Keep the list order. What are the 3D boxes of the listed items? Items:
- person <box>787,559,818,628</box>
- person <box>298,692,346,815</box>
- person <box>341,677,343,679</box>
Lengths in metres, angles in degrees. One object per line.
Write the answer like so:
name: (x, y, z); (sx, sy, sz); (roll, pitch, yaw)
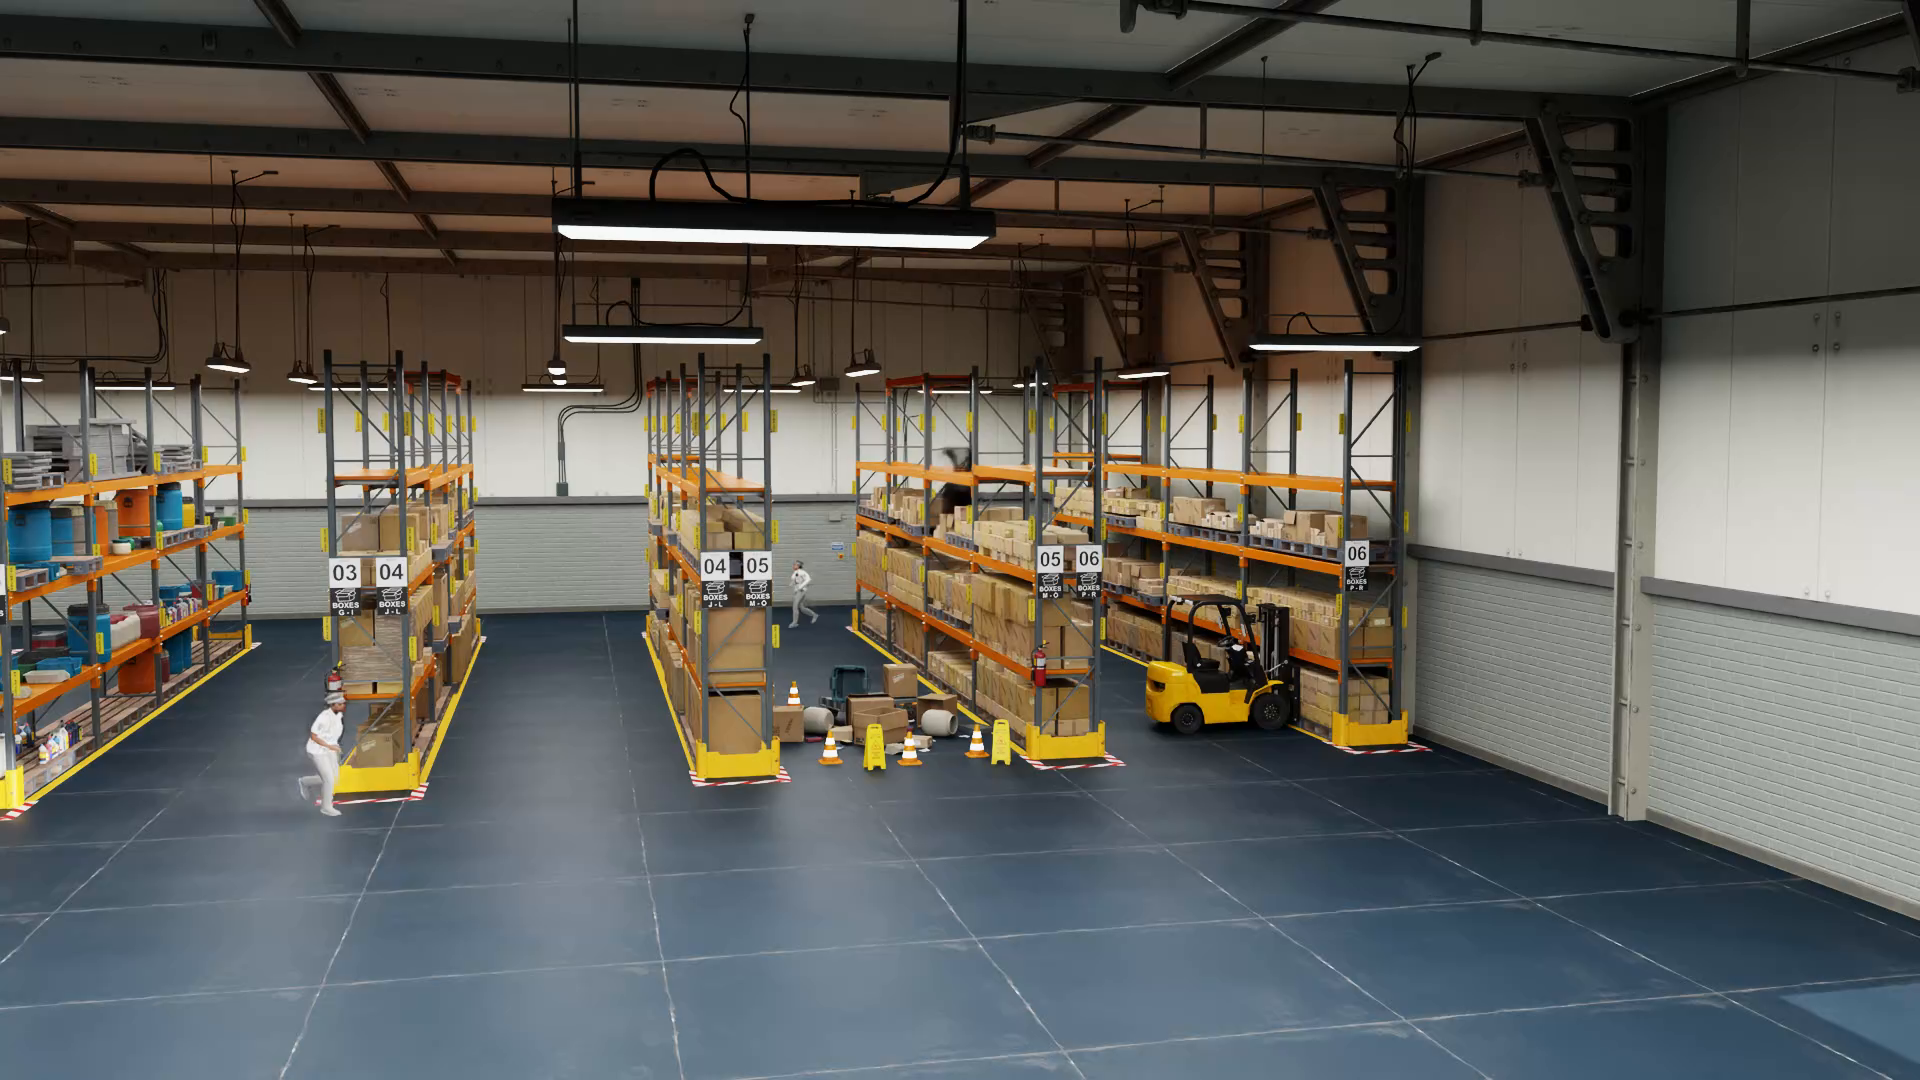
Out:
person: (-3.983, 1.309, 41.328); (0.807, 1.670, 0.644); (-2, 4, -27)
person: (-8.186, 2.739, 21.307); (0.747, 1.620, 0.562); (1, 4, 19)
person: (-12.049, 1.906, 32.883); (0.606, 1.715, 0.725); (-1, 4, -14)
